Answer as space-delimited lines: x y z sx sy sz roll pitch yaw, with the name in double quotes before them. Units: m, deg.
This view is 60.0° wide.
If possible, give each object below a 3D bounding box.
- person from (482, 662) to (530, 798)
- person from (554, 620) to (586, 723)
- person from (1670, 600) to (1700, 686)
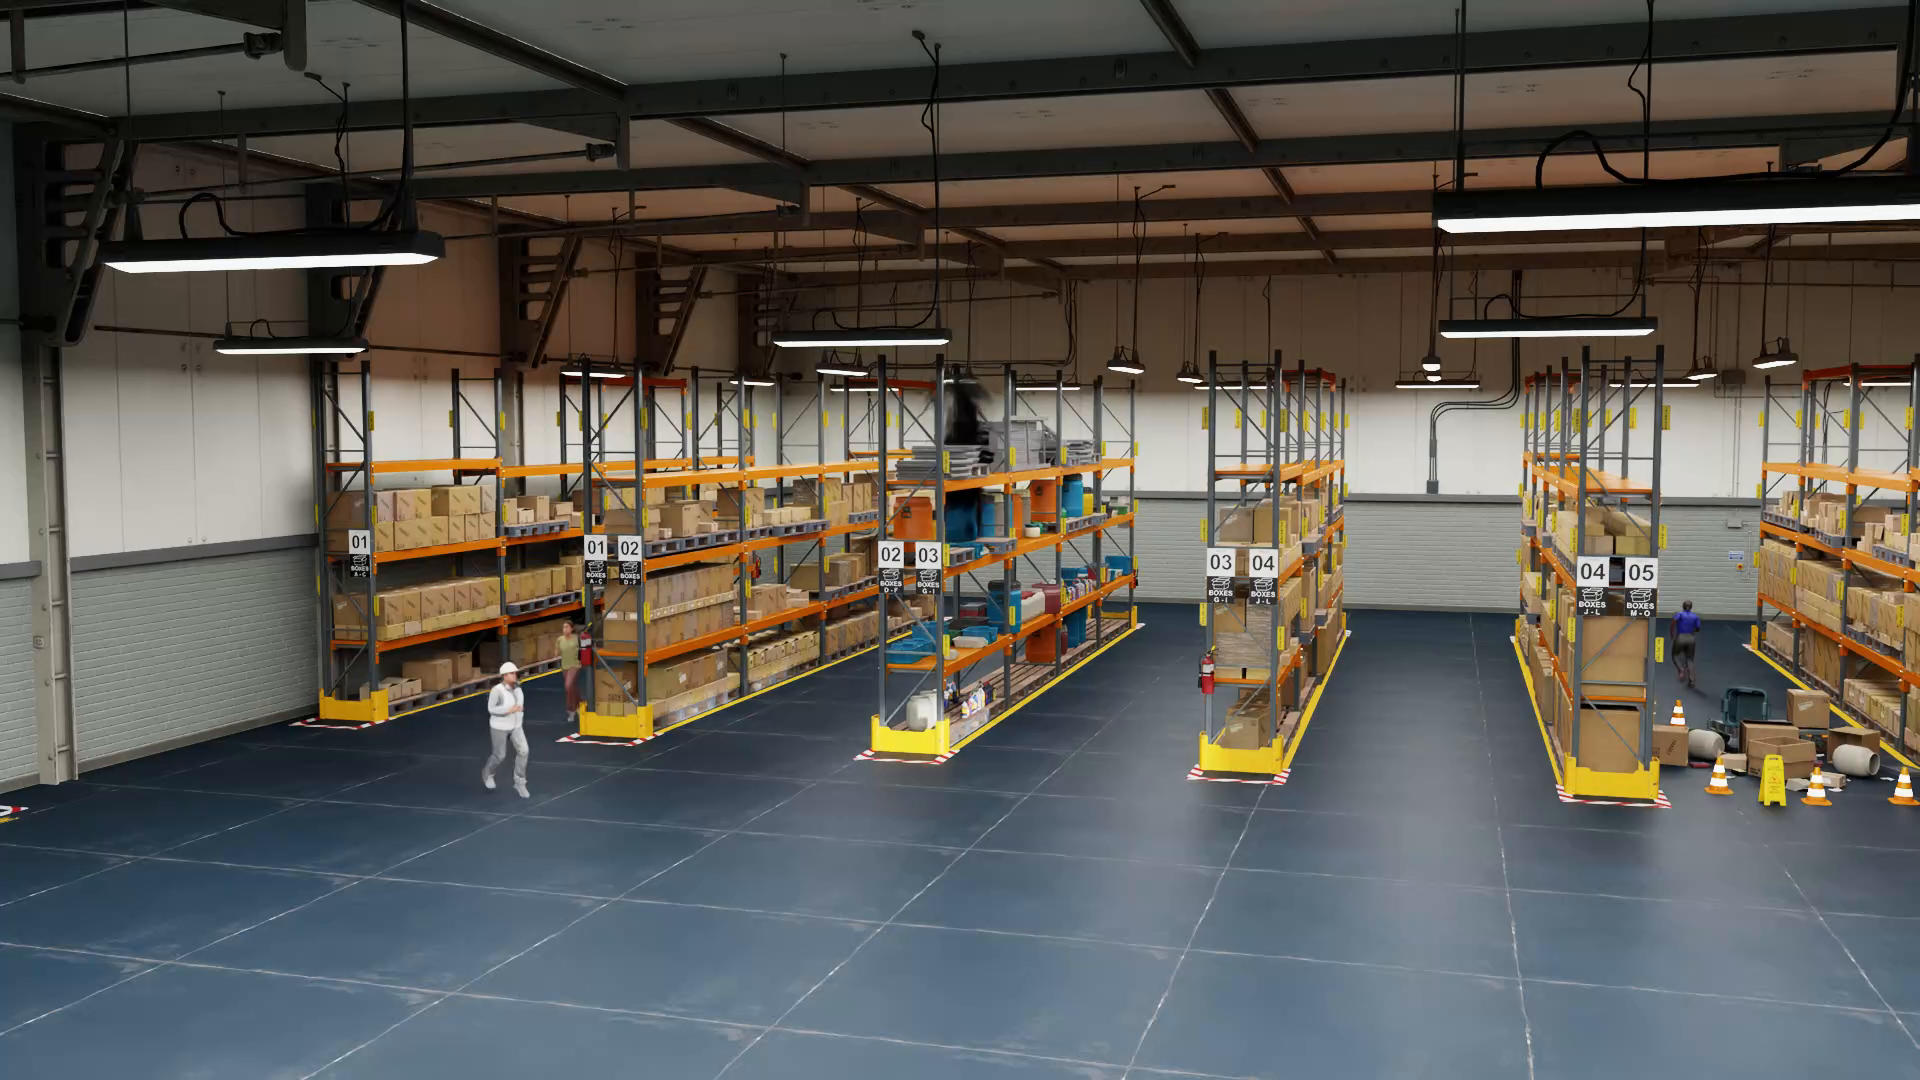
"person" -6.110 2.534 22.304 0.884 1.820 0.677 3 5 34
"person" -6.531 2.179 27.984 0.588 1.685 0.768 1 4 18
"person" 13.731 1.934 31.559 0.592 1.609 0.763 1 4 8
